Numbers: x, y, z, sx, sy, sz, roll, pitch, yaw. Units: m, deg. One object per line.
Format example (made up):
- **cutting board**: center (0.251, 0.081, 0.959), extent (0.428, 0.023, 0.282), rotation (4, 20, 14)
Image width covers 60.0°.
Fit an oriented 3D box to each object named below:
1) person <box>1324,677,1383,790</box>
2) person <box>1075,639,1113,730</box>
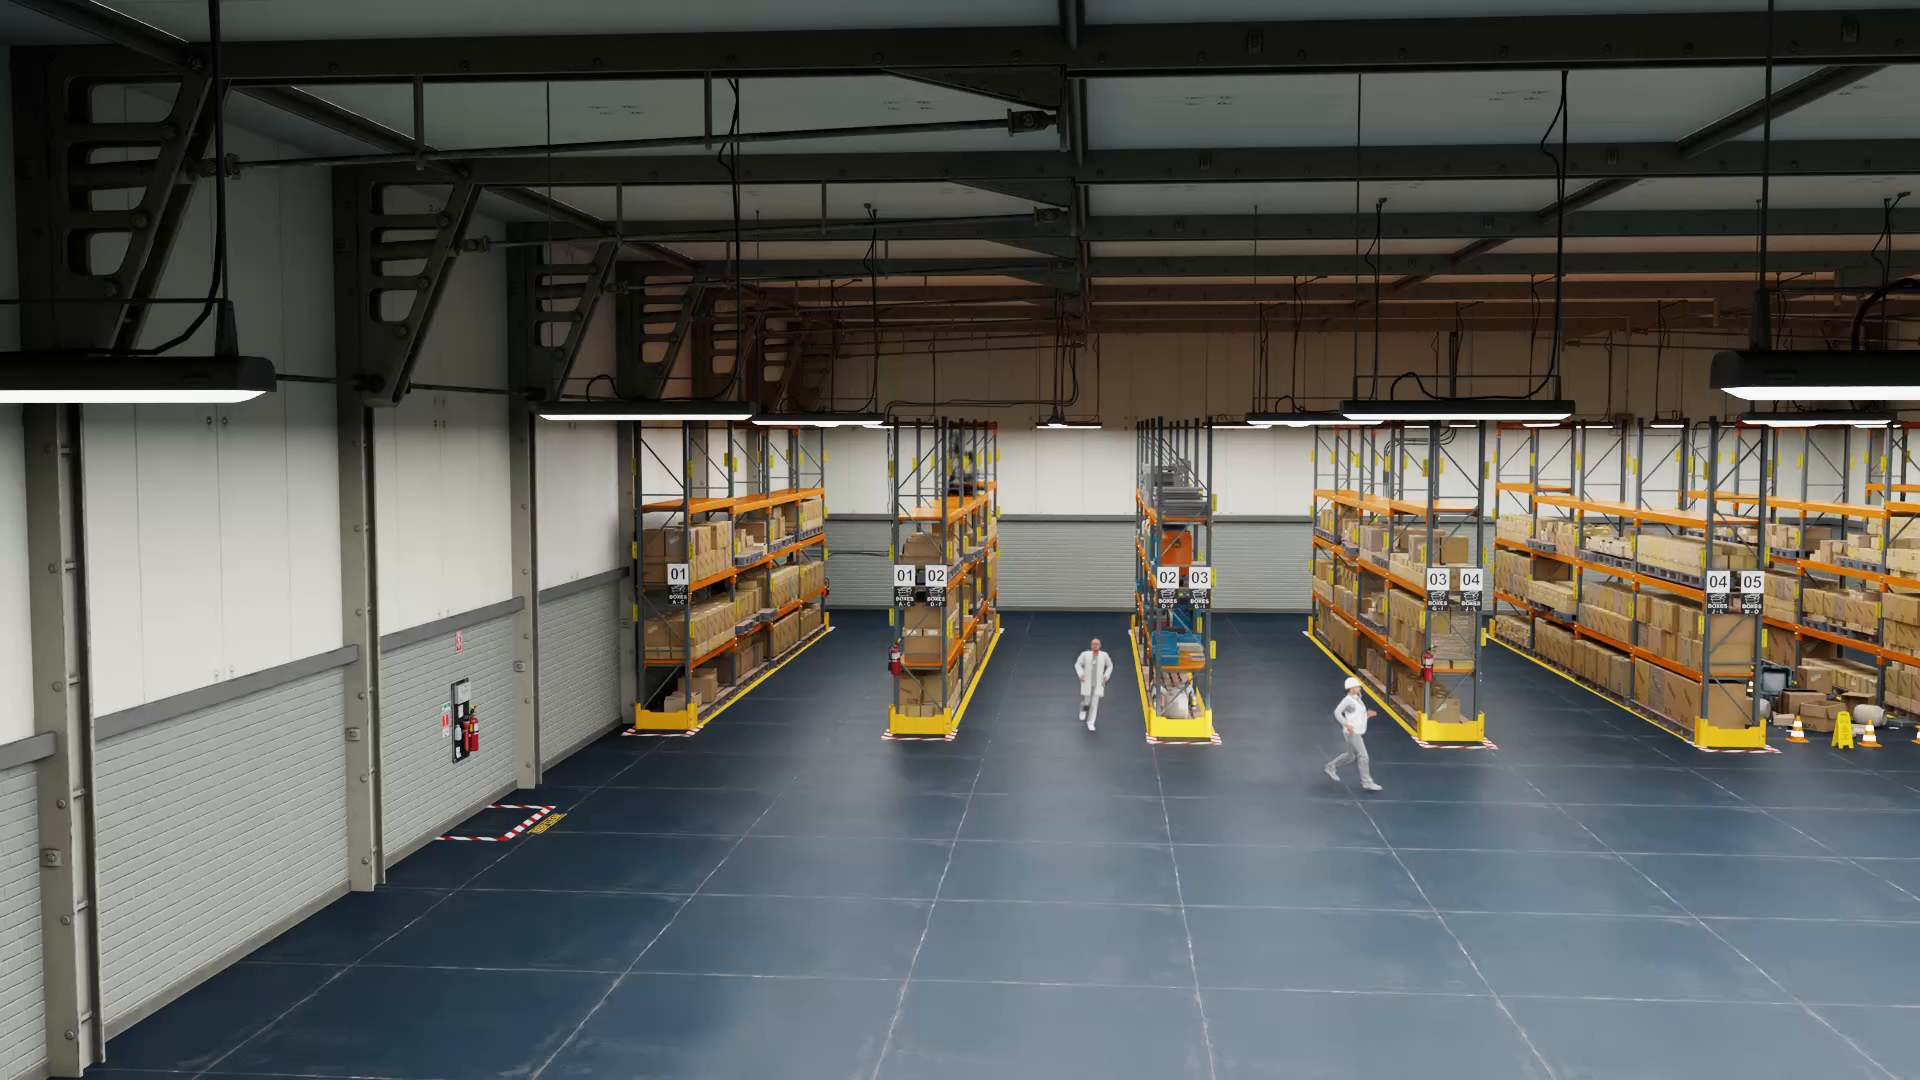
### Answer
- **person**: center (6.297, 3.076, 26.597), extent (0.969, 1.758, 0.656), rotation (2, 4, 26)
- **person**: center (2.598, 2.768, 32.185), extent (0.736, 1.740, 0.728), rotation (0, 4, 1)
